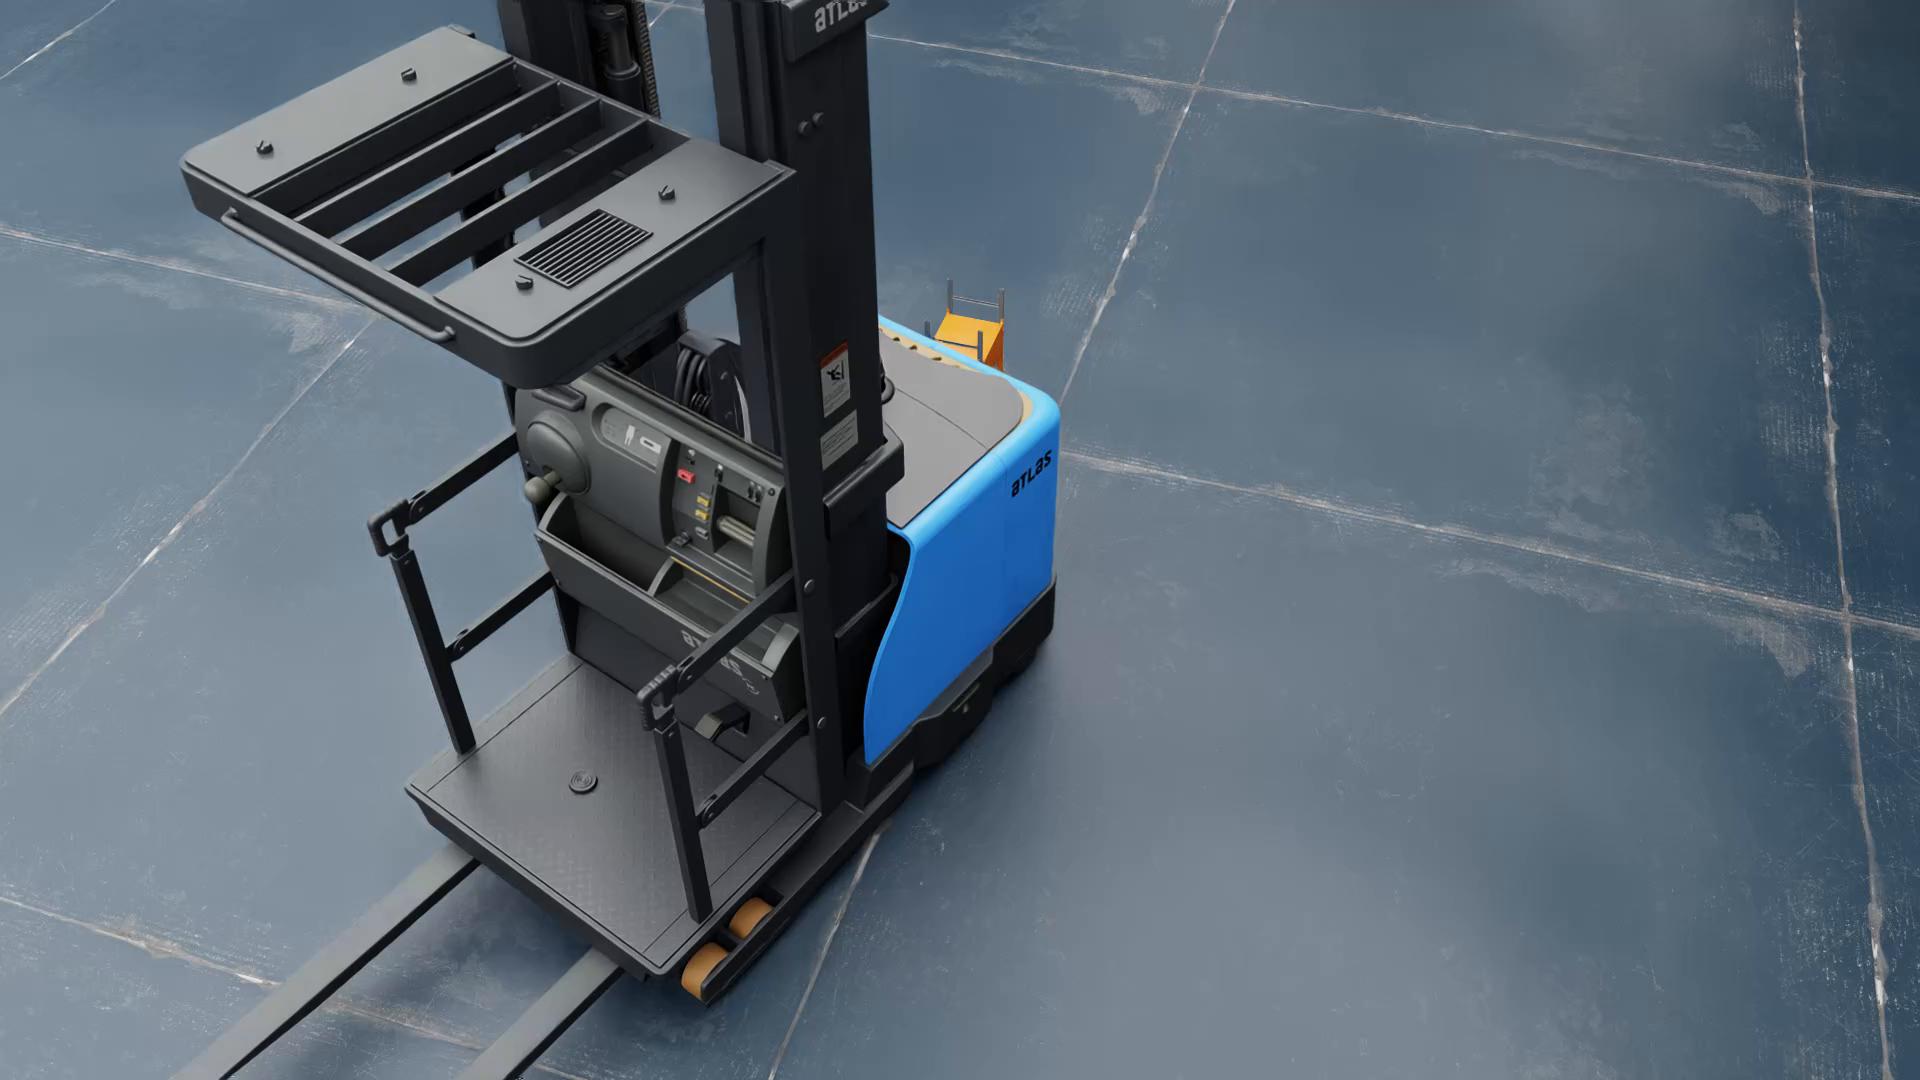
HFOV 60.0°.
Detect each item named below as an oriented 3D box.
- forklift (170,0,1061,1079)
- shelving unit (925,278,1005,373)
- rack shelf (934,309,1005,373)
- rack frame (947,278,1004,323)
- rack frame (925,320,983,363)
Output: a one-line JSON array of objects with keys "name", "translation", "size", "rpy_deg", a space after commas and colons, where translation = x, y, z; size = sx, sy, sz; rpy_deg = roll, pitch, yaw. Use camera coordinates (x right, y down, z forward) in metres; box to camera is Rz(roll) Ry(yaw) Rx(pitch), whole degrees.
[{"name": "forklift", "translation": [-0.959, -0.096, 4.253], "size": [1.130, 2.935, 3.031], "rpy_deg": [28, 51, 25]}, {"name": "shelving unit", "translation": [0.016, -0.411, 5.919], "size": [0.215, 1.050, 0.252], "rpy_deg": [13, 46, 12]}, {"name": "rack shelf", "translation": [0.016, -0.606, 5.728], "size": [0.215, 0.259, 0.240], "rpy_deg": [13, 46, 12]}, {"name": "rack frame", "translation": [0.053, -0.492, 6.002], "size": [0.200, 1.050, 0.008], "rpy_deg": [13, 46, 12]}, {"name": "rack frame", "translation": [-0.021, -0.330, 5.836], "size": [0.200, 1.050, 0.008], "rpy_deg": [13, 46, 12]}]
